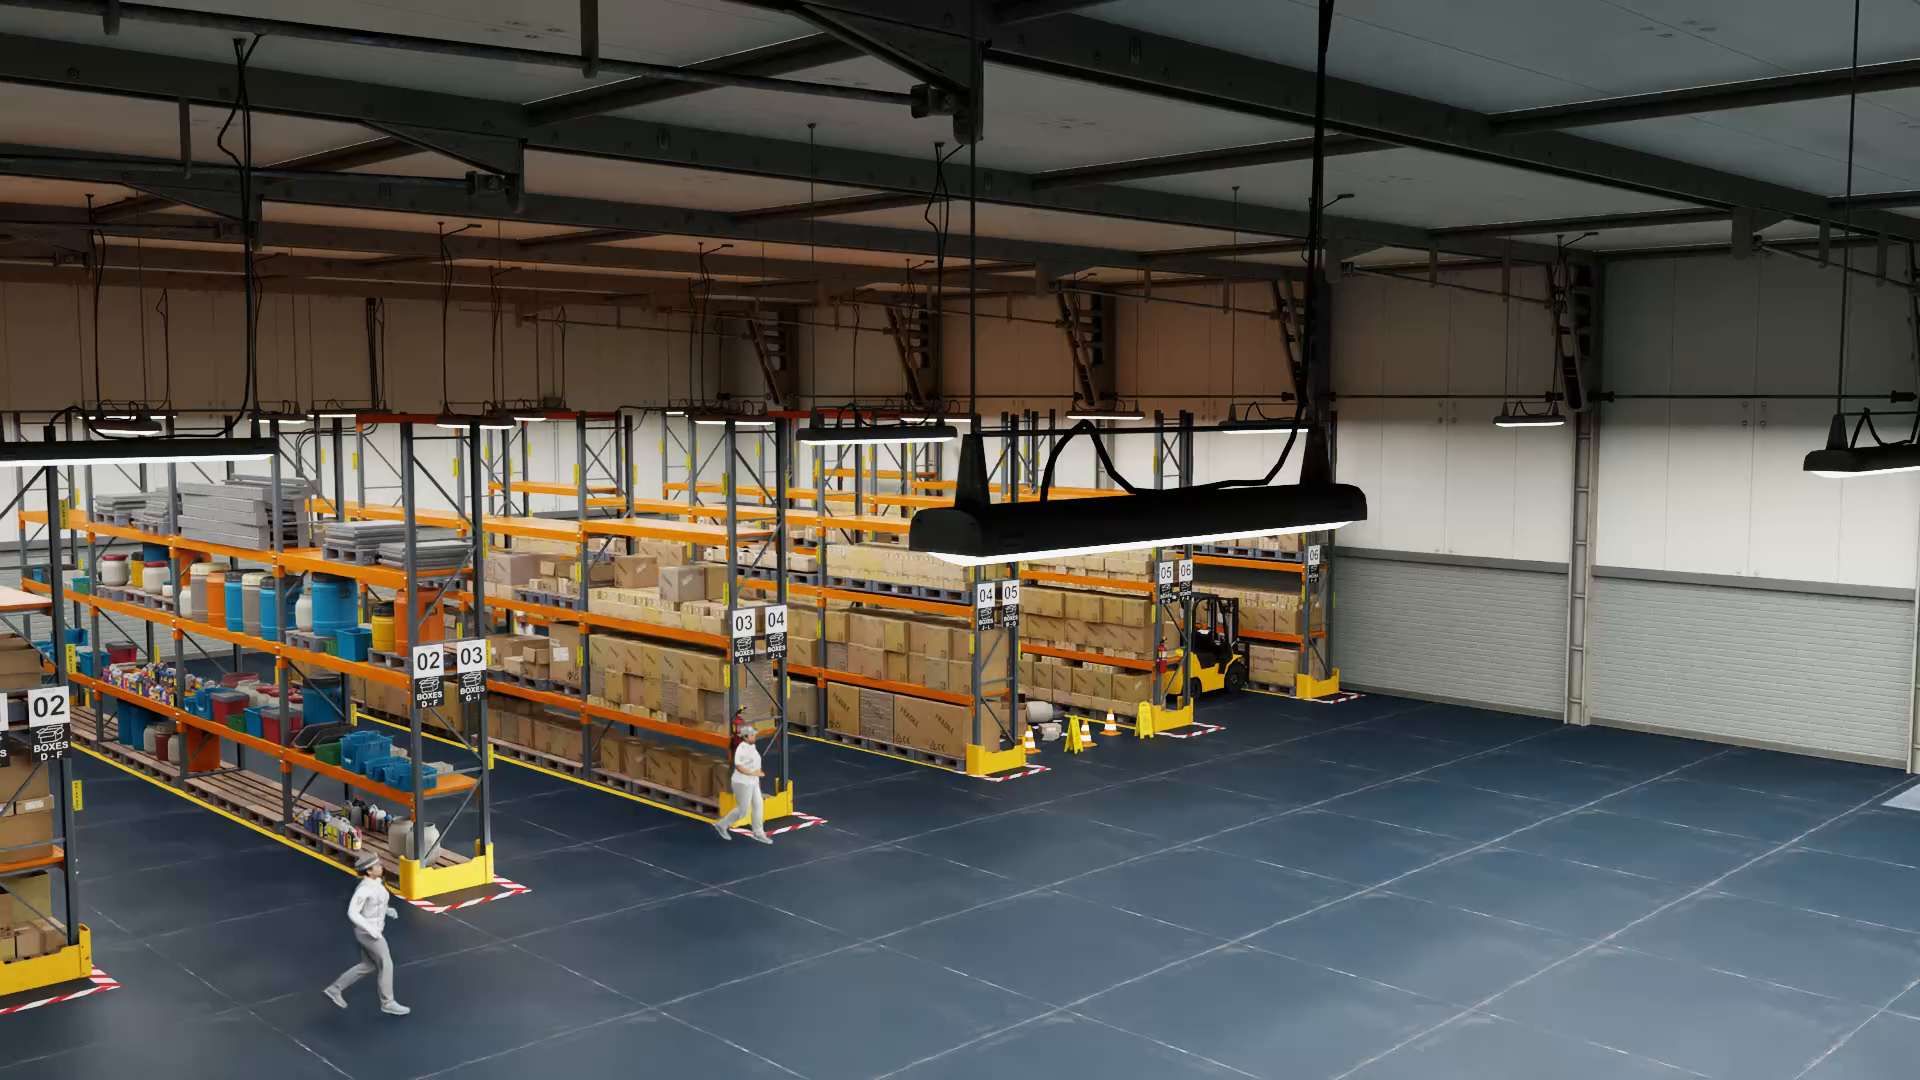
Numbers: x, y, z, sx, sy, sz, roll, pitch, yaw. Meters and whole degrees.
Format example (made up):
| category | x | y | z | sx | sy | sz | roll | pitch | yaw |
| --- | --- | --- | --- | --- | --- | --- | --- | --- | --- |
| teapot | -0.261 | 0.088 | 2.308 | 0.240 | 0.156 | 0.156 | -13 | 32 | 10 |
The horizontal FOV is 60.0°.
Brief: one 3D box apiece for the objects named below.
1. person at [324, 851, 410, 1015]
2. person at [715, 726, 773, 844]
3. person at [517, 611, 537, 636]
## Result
| category | x | y | z | sx | sy | sz | roll | pitch | yaw |
| --- | --- | --- | --- | --- | --- | --- | --- | --- | --- |
| person | -6.043 | 4.003 | 16.925 | 0.812 | 1.705 | 0.608 | -1 | 5 | -15 |
| person | -3.060 | 3.465 | 23.554 | 0.811 | 1.686 | 0.629 | 1 | 5 | 10 |
| person | -9.384 | 2.378 | 35.680 | 0.663 | 1.753 | 0.659 | -4 | 6 | -37 |
